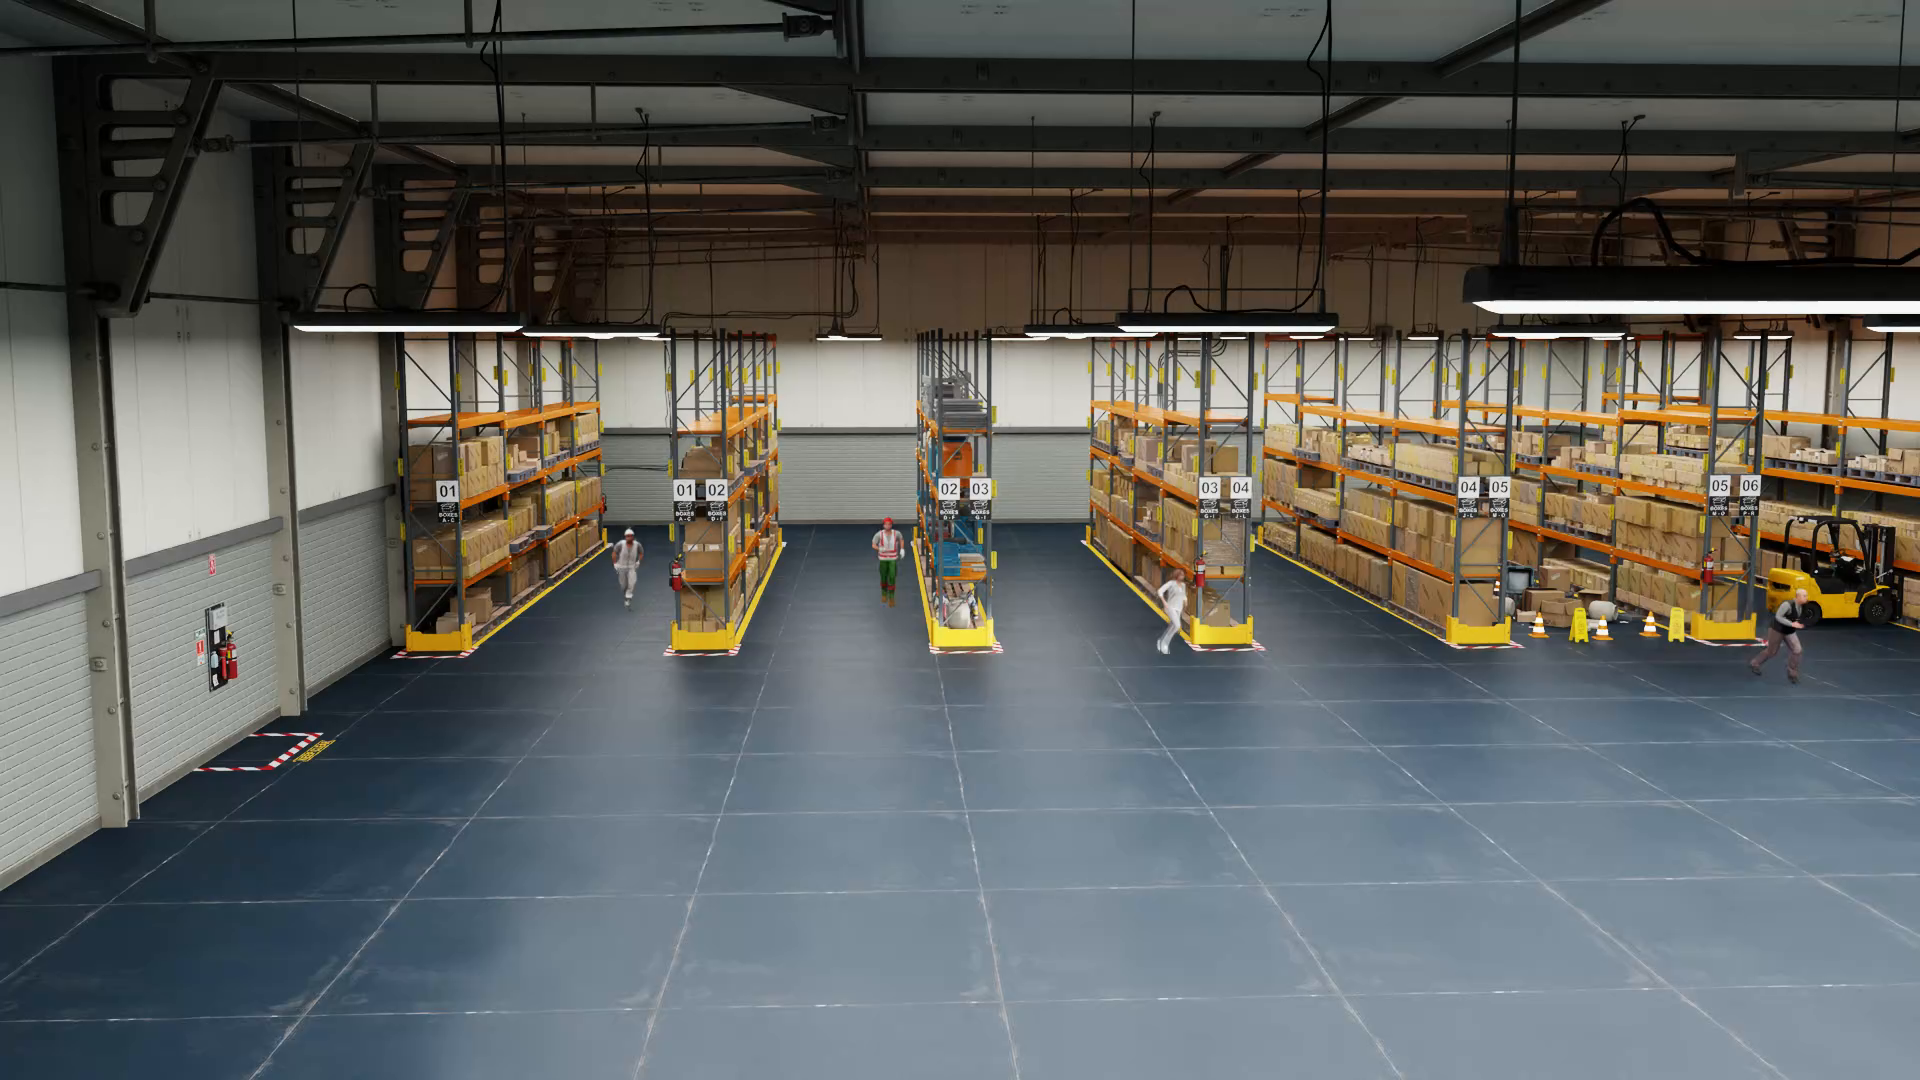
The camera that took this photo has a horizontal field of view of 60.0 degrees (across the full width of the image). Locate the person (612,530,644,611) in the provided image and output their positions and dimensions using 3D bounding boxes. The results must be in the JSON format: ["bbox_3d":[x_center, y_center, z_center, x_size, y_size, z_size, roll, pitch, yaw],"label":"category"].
[{"bbox_3d":[-7.208,0.626,36.137,0.673,1.759,0.850,-2,7,-13],"label":"person"}]

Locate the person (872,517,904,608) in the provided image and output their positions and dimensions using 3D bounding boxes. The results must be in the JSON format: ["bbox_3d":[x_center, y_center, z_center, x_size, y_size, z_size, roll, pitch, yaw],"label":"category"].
[{"bbox_3d":[-1.504,0.439,34.830,0.680,1.850,0.795,-1,7,-5],"label":"person"}]

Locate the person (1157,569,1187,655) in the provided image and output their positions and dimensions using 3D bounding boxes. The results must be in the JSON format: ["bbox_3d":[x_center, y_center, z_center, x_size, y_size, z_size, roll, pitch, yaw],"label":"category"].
[{"bbox_3d":[3.968,1.321,30.853,0.582,1.564,0.590,-6,9,-39],"label":"person"}]

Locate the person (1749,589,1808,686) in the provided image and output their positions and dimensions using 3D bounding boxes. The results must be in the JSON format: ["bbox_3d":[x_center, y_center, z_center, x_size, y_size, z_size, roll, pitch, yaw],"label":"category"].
[{"bbox_3d":[13.940,1.550,28.264,0.701,1.557,0.975,-4,8,-29],"label":"person"}]

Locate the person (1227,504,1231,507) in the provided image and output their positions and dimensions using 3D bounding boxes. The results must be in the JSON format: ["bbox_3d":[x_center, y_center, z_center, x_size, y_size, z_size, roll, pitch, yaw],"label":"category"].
[{"bbox_3d":[7.460,-0.756,48.214,0.644,1.591,0.633,-5,8,-37],"label":"person"}]
